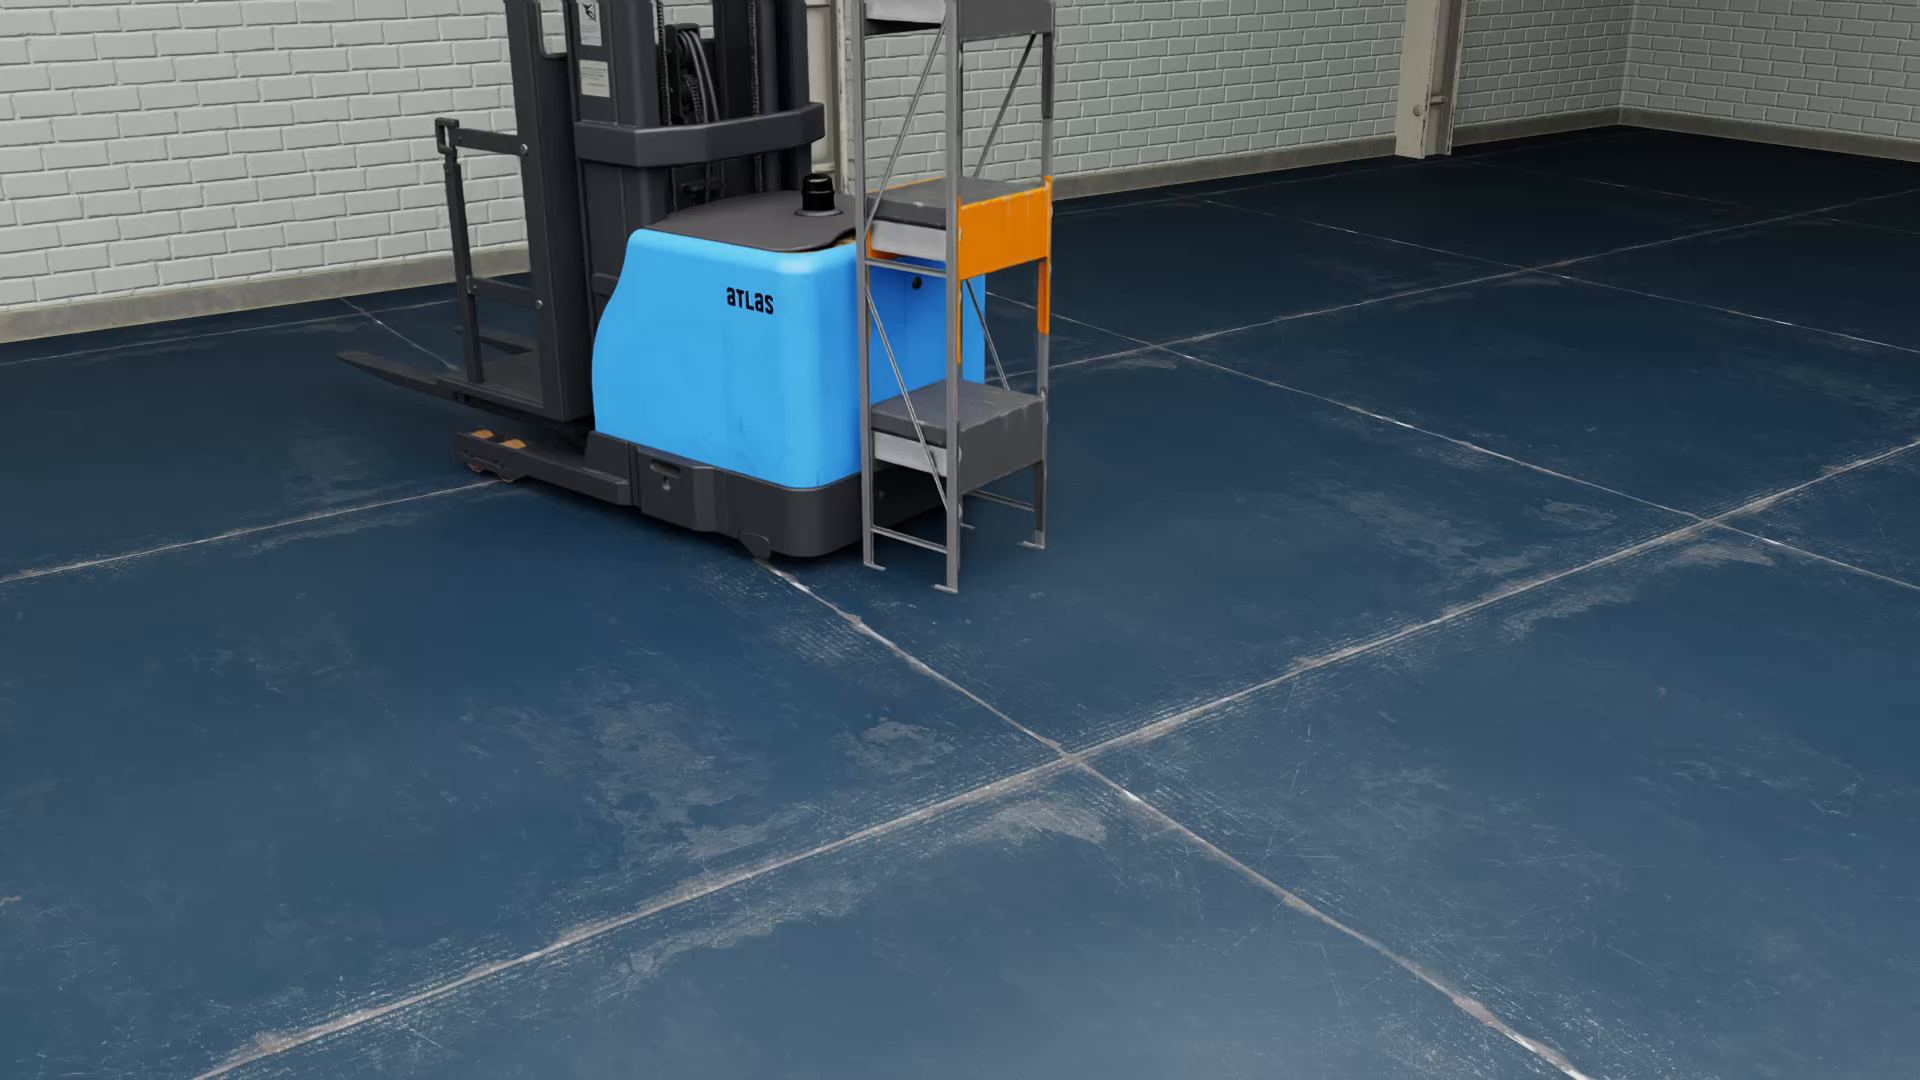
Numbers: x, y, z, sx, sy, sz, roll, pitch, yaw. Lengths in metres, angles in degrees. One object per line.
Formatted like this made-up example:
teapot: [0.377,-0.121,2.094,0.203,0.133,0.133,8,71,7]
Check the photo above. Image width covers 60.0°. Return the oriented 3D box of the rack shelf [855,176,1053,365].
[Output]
rack shelf: [-0.017,-0.901,5.358,0.431,0.518,0.480,16,27,35]

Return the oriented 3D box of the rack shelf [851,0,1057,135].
rack shelf: [-0.016,-1.551,5.099,0.431,0.518,0.480,16,27,35]

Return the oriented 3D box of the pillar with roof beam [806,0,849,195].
pillar with roof beam: [1.554,-4.854,5.918,0.400,9.000,9.100,-15,26,-33]

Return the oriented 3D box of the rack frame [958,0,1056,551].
rack frame: [0.135,-0.985,5.531,0.400,2.100,0.015,16,27,35]

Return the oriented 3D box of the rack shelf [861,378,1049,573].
rack shelf: [-0.017,-0.251,5.617,0.431,0.518,0.480,16,27,35]

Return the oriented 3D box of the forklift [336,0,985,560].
forklift: [-1.363,-1.721,6.254,3.031,2.935,1.130,16,27,35]

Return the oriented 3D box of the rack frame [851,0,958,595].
rack frame: [-0.168,-0.843,5.175,0.400,2.100,0.015,16,27,35]

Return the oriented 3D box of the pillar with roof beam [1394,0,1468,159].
pillar with roof beam: [6.424,-6.152,9.173,0.400,9.000,9.100,-15,26,-33]

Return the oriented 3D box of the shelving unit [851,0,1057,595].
shelving unit: [-0.016,-0.914,5.353,0.431,2.100,0.503,16,27,35]
